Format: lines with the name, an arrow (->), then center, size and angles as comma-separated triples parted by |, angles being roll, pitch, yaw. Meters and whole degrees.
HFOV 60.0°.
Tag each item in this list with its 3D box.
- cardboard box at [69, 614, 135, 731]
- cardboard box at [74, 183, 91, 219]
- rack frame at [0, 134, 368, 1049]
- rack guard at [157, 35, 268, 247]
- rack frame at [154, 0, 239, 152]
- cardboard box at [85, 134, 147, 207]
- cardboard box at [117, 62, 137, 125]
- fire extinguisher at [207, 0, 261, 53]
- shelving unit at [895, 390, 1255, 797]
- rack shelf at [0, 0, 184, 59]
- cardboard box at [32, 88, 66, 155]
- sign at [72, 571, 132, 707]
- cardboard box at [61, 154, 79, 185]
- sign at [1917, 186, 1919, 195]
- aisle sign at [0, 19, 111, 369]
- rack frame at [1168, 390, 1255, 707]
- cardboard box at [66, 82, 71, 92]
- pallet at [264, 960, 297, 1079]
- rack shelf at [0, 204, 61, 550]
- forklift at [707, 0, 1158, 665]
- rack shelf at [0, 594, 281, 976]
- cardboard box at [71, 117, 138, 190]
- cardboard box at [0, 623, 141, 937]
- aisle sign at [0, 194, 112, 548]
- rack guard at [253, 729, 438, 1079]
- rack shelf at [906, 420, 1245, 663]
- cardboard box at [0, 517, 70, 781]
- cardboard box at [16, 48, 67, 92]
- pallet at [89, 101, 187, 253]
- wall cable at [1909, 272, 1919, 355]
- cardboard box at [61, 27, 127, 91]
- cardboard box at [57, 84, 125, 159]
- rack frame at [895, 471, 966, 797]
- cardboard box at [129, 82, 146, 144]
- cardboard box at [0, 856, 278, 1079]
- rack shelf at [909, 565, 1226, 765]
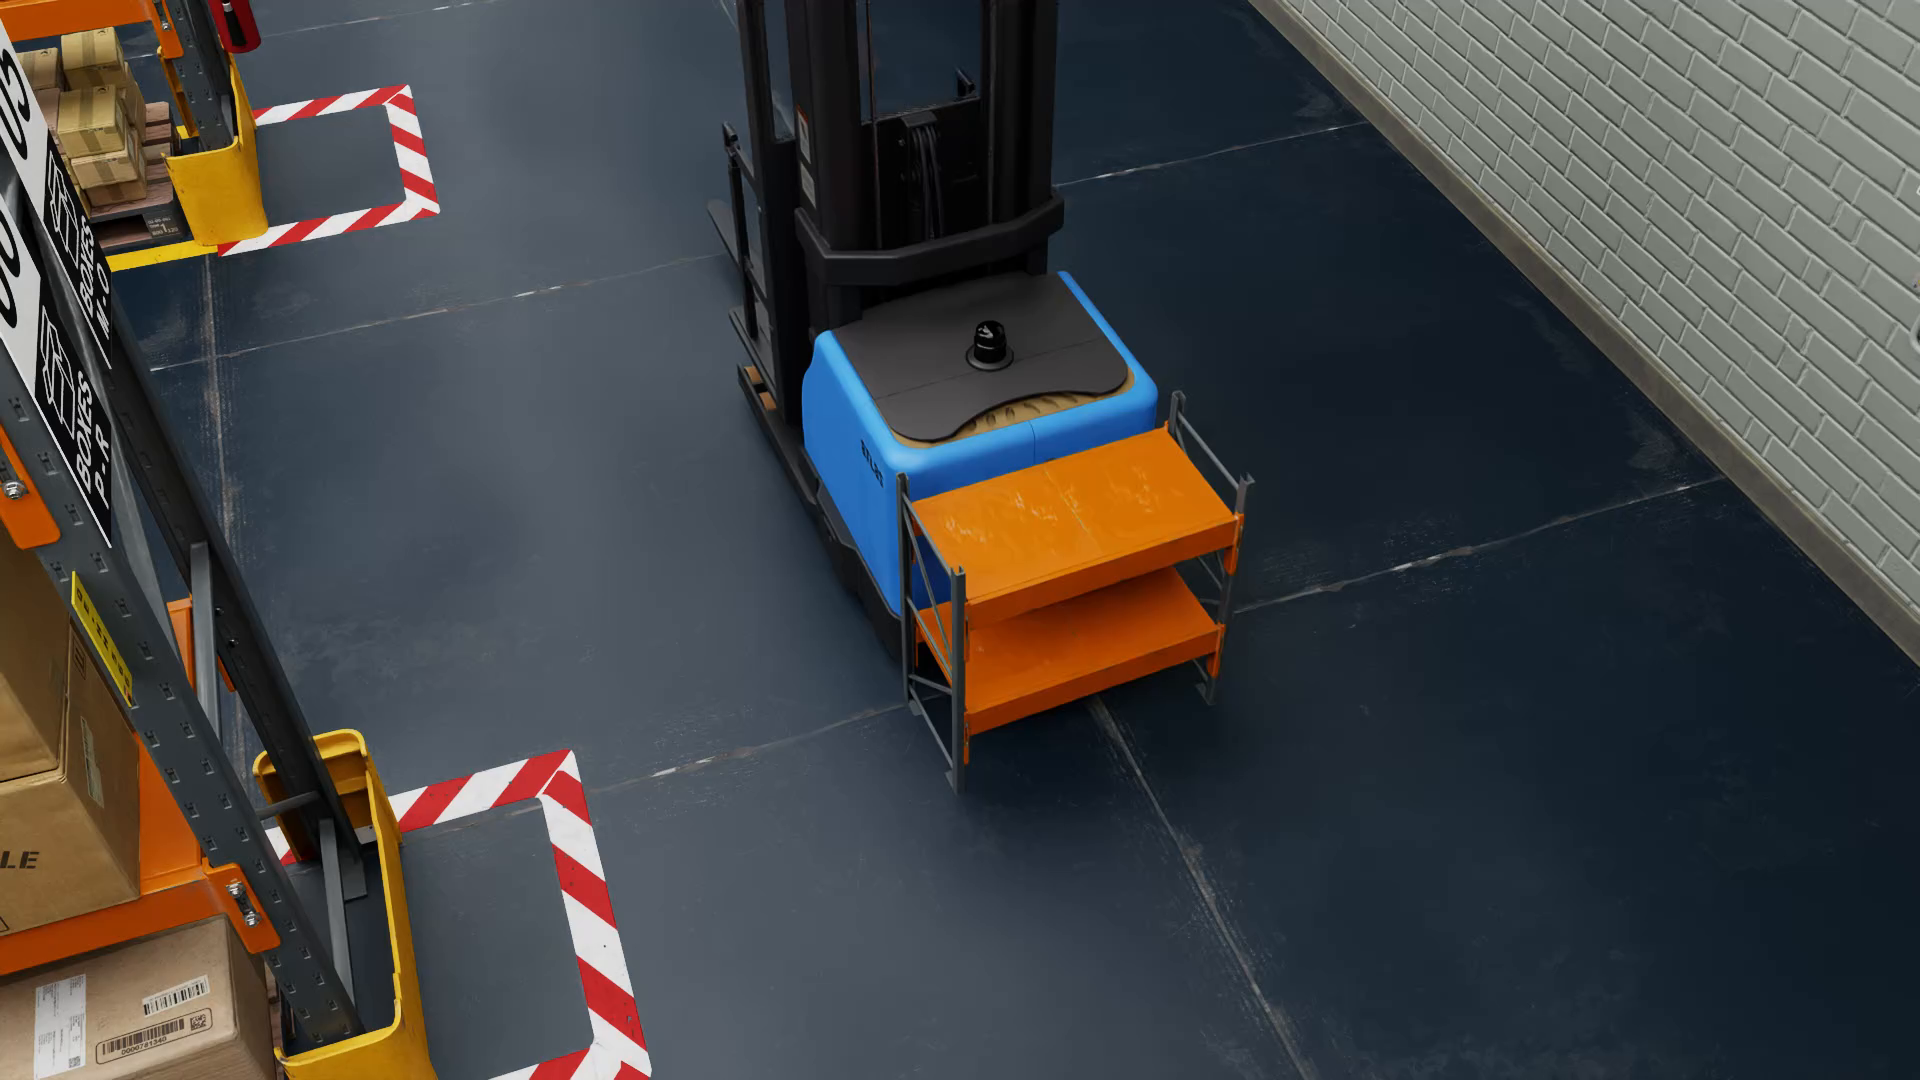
cardboard box -> -2.494, 0.223, 4.339 | 0.500, 0.500, 0.500 | -15, 47, -14
cardboard box -> -4.352, -1.686, 8.029 | 0.250, 0.149, 0.380 | -13, 47, -13
rack frame -> -1.945, 0.334, 4.299 | 0.127, 3.000, 1.000 | -14, 47, -14
rack guard -> -3.792, -2.038, 8.429 | 0.348, 0.500, 1.175 | -14, 47, -14
rack frame -> -3.721, -2.939, 7.562 | 0.127, 3.000, 1.000 | -14, 47, -14
cardboard box -> -4.145, -1.815, 8.158 | 0.250, 0.149, 0.380 | -14, 47, -13
cardboard box -> -4.301, -2.231, 8.362 | 0.250, 0.149, 0.380 | -13, 46, -12
fire extinguisher -> -3.327, -2.533, 7.475 | 0.183, 0.674, 0.296 | -14, 47, -14
shelving unit -> 0.370, 0.196, 5.760 | 1.048, 1.125, 0.538 | -17, 48, -16
rack shelf -> -5.602, -2.204, 7.337 | 4.000, 0.370, 1.077 | -14, 47, -14
cardboard box -> -4.388, -1.973, 7.895 | 0.250, 0.149, 0.380 | -13, 47, -13
sign -> -1.774, 0.207, 3.441 | 0.005, 0.325, 0.100 | -14, 47, -14
cardboard box -> -4.384, -1.842, 7.974 | 0.250, 0.149, 0.380 | -15, 47, -15
sign -> 3.392, -1.179, 5.617 | 0.001, 0.218, 0.327 | -14, 47, -14
aisle sign -> -1.976, -0.794, 3.588 | 0.004, 0.787, 0.394 | -14, 47, -14
rack frame -> 0.836, 0.052, 5.904 | 0.032, 1.125, 0.500 | -17, 48, -16
cardboard box -> -4.577, -2.203, 8.334 | 0.250, 0.149, 0.380 | -15, 47, -14
pallet -> -2.670, 1.563, 5.043 | 1.213, 0.211, 1.003 | -14, 47, -14
rack shelf -> -3.826, 0.010, 3.012 | 4.000, 0.370, 1.077 | -14, 47, -14
forklift -> -0.329, -1.626, 6.301 | 1.130, 2.935, 3.031 | -17, 47, -16
rack shelf -> -3.826, 1.069, 4.074 | 4.000, 0.370, 1.077 | -14, 47, -14
cardboard box -> -4.120, -1.869, 8.001 | 0.250, 0.149, 0.380 | -16, 47, -15
cardboard box -> -2.309, 0.591, 3.972 | 0.500, 0.500, 0.500 | -14, 47, -14
aisle sign -> -1.772, -0.394, 3.190 | 0.004, 0.787, 0.394 | -14, 47, -14
rack guard -> -1.922, 1.211, 5.190 | 0.348, 0.500, 1.175 | -14, 47, -14
rack shelf -> 0.370, -0.010, 5.553 | 1.000, 0.278, 0.538 | -17, 48, -16
cardboard box -> -2.317, 0.221, 3.636 | 0.500, 0.500, 0.500 | -13, 47, -13
cardboard box -> -4.547, -2.245, 8.166 | 0.250, 0.149, 0.380 | -14, 47, -13
pallet -> -4.568, -1.765, 8.360 | 1.213, 0.211, 1.003 | -14, 47, -14
wall cable -> 3.351, -1.407, 5.295 | 0.123, 1.953, 0.585 | -14, 47, -14
cardboard box -> -4.329, -2.391, 8.312 | 0.250, 0.149, 0.380 | -16, 47, -16
cardboard box -> -4.132, -1.995, 7.917 | 0.250, 0.149, 0.380 | -14, 47, -13
rack frame -> -0.096, 0.340, 5.617 | 0.032, 1.125, 0.500 | -17, 48, -16
cardboard box -> -4.322, -2.168, 8.509 | 0.250, 0.149, 0.380 | -13, 47, -13
cardboard box -> -2.532, 1.316, 4.833 | 0.875, 0.438, 0.875 | -16, 47, -15
rack shelf -> 0.370, 0.369, 5.933 | 1.000, 0.278, 0.538 | -17, 48, -16
